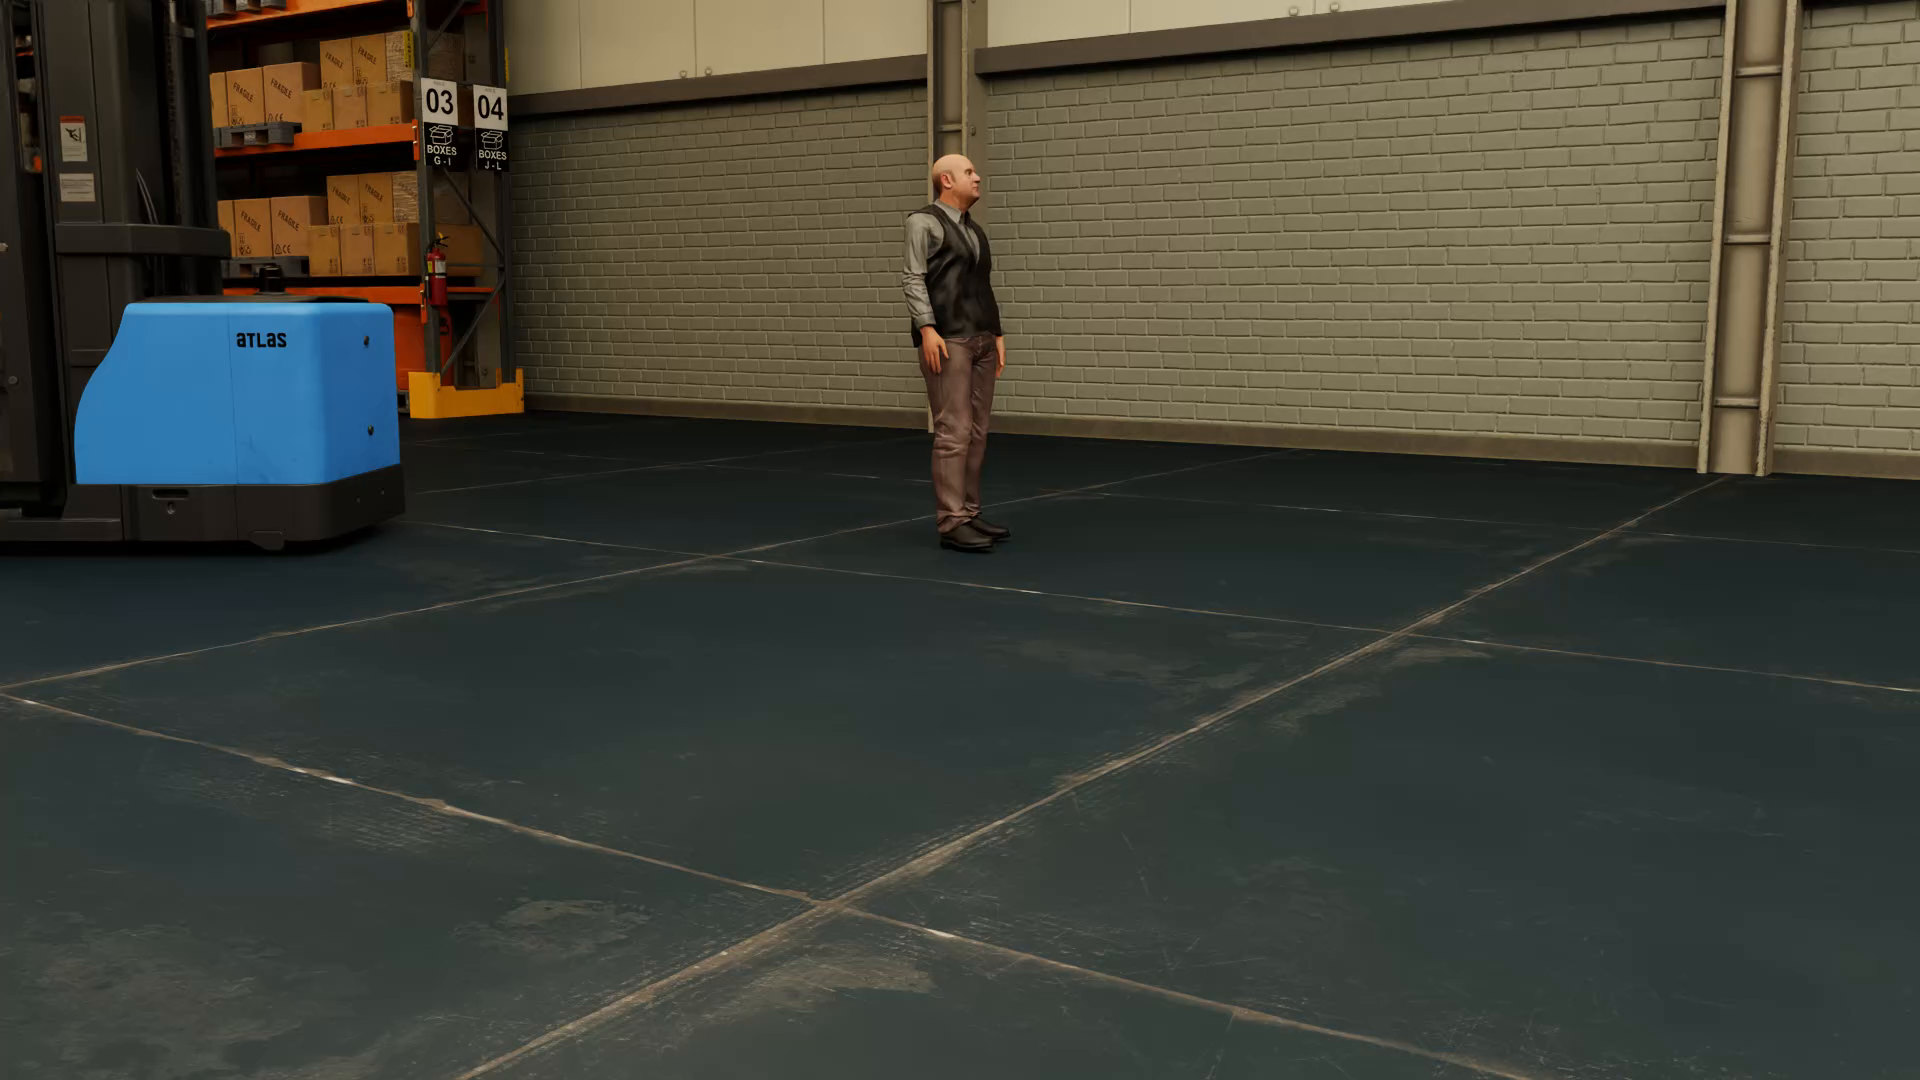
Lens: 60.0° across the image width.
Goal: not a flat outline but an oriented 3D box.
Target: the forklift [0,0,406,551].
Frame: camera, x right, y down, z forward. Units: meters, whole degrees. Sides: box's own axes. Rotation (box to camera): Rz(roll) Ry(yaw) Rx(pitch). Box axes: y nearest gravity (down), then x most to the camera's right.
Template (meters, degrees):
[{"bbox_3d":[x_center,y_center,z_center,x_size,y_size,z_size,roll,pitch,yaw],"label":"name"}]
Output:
[{"bbox_3d":[-4.194,-1.454,7.417,3.031,2.935,1.130,0,8,1],"label":"forklift"}]

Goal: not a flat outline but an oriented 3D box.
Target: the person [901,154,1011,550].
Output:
[{"bbox_3d":[0.048,-0.854,7.441,0.566,1.722,0.633,5,10,34],"label":"person"}]
